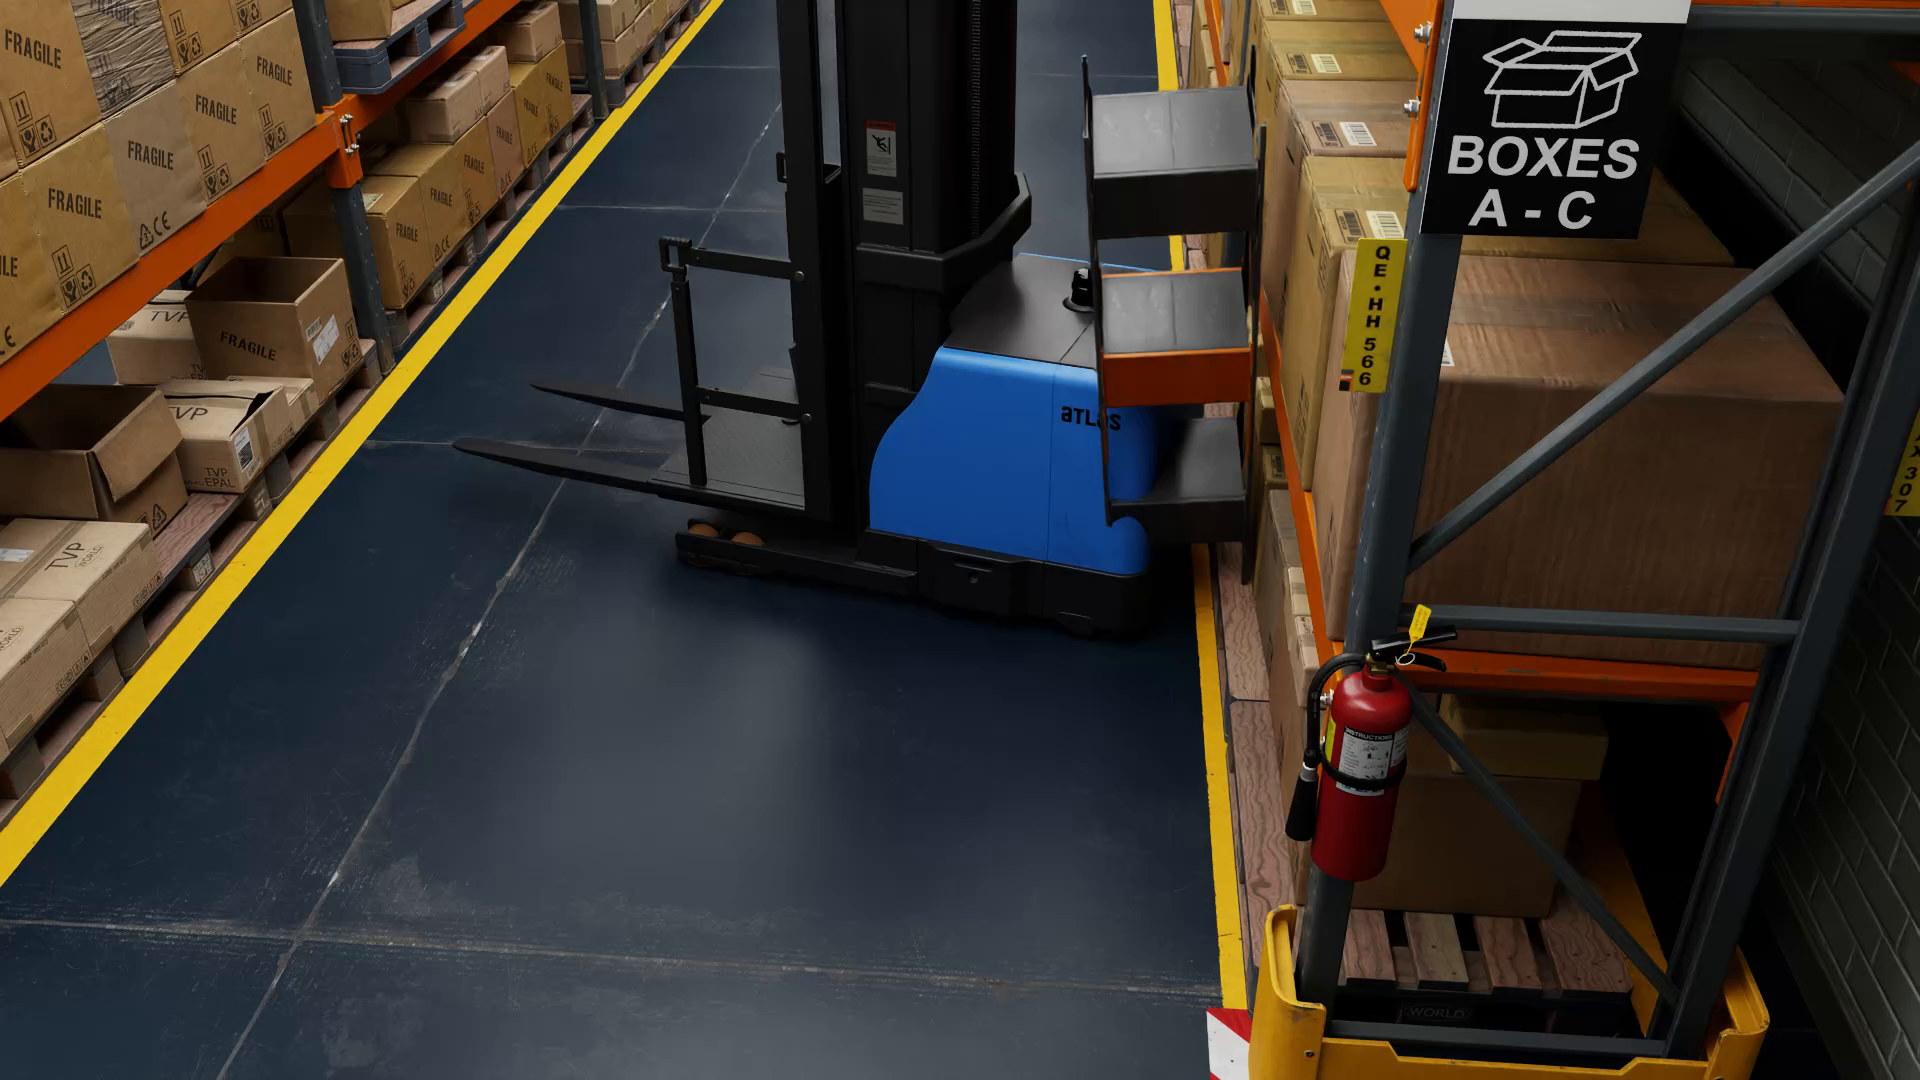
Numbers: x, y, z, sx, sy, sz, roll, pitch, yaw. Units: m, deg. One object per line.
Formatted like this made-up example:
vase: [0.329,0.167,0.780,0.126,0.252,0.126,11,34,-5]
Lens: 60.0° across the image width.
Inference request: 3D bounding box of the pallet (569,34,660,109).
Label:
pallet: [-2.826,-3.449,12.145,1.003,0.211,1.213,2,32,4]

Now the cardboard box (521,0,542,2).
cardboard box: [-3.135,-3.738,11.643,0.500,0.311,0.500,3,32,5]

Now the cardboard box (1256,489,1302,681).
cardboard box: [1.393,0.176,5.587,0.700,0.500,0.500,1,32,2]

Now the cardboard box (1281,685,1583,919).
cardboard box: [1.312,0.701,4.736,0.700,0.500,0.500,2,32,4]

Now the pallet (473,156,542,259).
pallet: [-3.132,-1.995,9.786,1.003,0.211,1.213,2,32,4]

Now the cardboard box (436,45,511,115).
cardboard box: [-2.854,-2.585,9.335,0.500,0.250,0.500,2,32,3]

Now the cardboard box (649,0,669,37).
cardboard box: [-2.520,-4.011,12.621,0.500,0.250,0.500,2,32,3]

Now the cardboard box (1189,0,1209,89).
cardboard box: [1.815,-2.882,10.216,0.750,0.750,0.750,2,32,3]

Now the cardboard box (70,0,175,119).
cardboard box: [-3.121,-1.776,5.725,0.500,0.500,0.500,3,32,4]

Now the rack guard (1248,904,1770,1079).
rack guard: [1.352,1.263,4.225,1.175,0.500,0.348,2,32,4]

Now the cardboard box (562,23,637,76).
cardboard box: [-2.597,-3.476,11.752,0.500,0.250,0.500,2,32,4]

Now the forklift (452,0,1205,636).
forklift: [-0.594,-1.357,6.159,3.031,2.935,1.130,10,33,16]

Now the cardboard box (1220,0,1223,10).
cardboard box: [1.547,-2.865,8.142,0.500,0.500,0.500,3,32,4]

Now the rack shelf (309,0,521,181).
rack shelf: [-3.095,-2.855,9.209,1.077,0.370,4.000,2,32,4]

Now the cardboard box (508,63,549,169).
cardboard box: [-2.817,-2.560,10.009,0.500,0.500,0.500,1,32,2]

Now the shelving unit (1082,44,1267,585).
shelving unit: [0.710,-0.600,5.518,0.503,2.100,0.431,-2,49,6]

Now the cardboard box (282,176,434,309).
cardboard box: [-2.975,-1.481,8.257,0.500,0.500,0.500,1,32,2]

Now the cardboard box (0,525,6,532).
cardboard box: [-3.677,0.169,5.818,0.500,0.250,0.500,2,32,4]

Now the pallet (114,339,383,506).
pallet: [-3.314,-0.569,7.472,1.003,0.211,1.213,2,32,4]

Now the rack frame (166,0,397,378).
rack frame: [-3.258,-2.115,7.323,1.000,3.000,0.127,2,32,4]

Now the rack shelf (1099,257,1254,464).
rack shelf: [0.712,-0.591,5.528,0.480,0.518,0.431,-2,49,6]

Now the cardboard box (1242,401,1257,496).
cardboard box: [1.473,-0.371,6.475,0.700,0.500,0.500,2,32,3]

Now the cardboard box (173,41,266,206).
cardboard box: [-3.083,-1.616,6.418,0.500,0.500,0.500,3,32,5]

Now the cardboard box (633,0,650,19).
cardboard box: [-2.562,-3.990,12.052,0.500,0.311,0.500,2,32,3]

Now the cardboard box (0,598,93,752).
cardboard box: [-3.216,0.426,5.401,0.500,0.250,0.500,2,32,4]

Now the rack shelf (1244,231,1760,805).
rack shelf: [1.517,-0.554,5.475,1.077,0.370,4.000,2,32,4]

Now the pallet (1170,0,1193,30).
pallet: [2.269,-4.495,13.842,1.003,0.211,1.213,2,32,4]

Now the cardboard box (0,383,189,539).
cardboard box: [-3.405,-0.257,6.268,0.797,0.503,0.637,2,32,4]

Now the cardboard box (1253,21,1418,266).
cardboard box: [1.555,-1.369,5.826,0.980,0.700,0.700,2,32,3]

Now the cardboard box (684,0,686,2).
cardboard box: [-2.435,-4.545,13.487,0.500,0.250,0.500,3,32,5]

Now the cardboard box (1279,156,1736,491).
cardboard box: [1.434,-0.590,4.562,0.980,0.700,0.700,2,32,4]

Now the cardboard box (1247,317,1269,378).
cardboard box: [1.307,-0.738,6.453,0.380,0.149,0.250,3,32,6]

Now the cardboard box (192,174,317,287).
cardboard box: [-3.503,-1.509,8.302,0.500,0.500,0.500,2,32,4]

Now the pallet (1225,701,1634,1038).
pallet: [1.341,0.952,5.005,1.003,0.211,1.213,2,32,4]

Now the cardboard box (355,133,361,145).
cardboard box: [-3.413,-2.029,9.147,0.500,0.500,0.500,3,32,5]

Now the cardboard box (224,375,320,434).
cardboard box: [-2.992,-0.580,7.130,0.380,0.149,0.250,2,32,4]

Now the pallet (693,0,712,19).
pallet: [-2.627,-4.724,14.215,1.003,0.211,1.213,2,32,4]

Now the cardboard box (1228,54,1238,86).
cardboard box: [1.422,-2.129,7.566,0.380,0.149,0.250,3,32,5]

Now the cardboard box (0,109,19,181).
cardboard box: [-3.204,-1.248,4.867,0.500,0.500,0.500,3,32,5]

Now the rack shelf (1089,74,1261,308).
rack shelf: [0.639,-1.044,5.000,0.480,0.518,0.431,-2,49,6]

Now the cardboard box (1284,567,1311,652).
cardboard box: [1.160,0.216,4.904,0.380,0.149,0.250,3,32,5]

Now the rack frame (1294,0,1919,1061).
rack frame: [1.354,0.186,3.589,1.000,3.000,0.127,2,32,4]

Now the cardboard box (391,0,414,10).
cardboard box: [-3.003,-2.937,8.161,0.700,0.500,0.500,7,32,12]

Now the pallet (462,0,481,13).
pallet: [-3.086,-3.108,9.117,1.003,0.211,1.213,2,32,4]

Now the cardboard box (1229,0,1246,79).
cardboard box: [1.466,-2.335,7.283,0.500,0.500,0.500,2,32,3]

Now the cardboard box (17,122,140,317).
cardboard box: [-3.162,-1.081,5.549,0.500,0.500,0.500,3,32,5]

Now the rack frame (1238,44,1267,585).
rack frame: [0.953,-0.610,5.492,0.015,2.100,0.400,-2,49,6]

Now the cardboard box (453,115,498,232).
cardboard box: [-2.895,-2.021,9.134,0.500,0.500,0.500,3,32,5]

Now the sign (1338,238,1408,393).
sign: [0.815,-0.438,3.273,0.100,0.325,0.005,2,32,4]

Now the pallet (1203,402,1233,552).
pallet: [1.540,-0.324,7.075,1.003,0.211,1.213,2,32,4]

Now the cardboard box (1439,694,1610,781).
cardboard box: [1.501,0.499,4.445,0.380,0.149,0.250,3,32,4]

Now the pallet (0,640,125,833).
pallet: [-3.513,0.707,5.402,1.003,0.211,1.213,2,32,4]

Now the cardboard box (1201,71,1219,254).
cardboard box: [1.673,-1.980,8.752,0.750,0.750,0.750,3,32,5]

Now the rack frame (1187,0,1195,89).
rack frame: [2.006,-3.997,10.377,1.000,3.000,0.127,2,32,4]

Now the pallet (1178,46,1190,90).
pallet: [2.071,-3.219,11.772,1.003,0.211,1.213,2,32,4]

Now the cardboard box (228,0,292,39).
cardboard box: [-3.041,-2.308,6.588,0.500,0.500,0.500,3,32,4]
